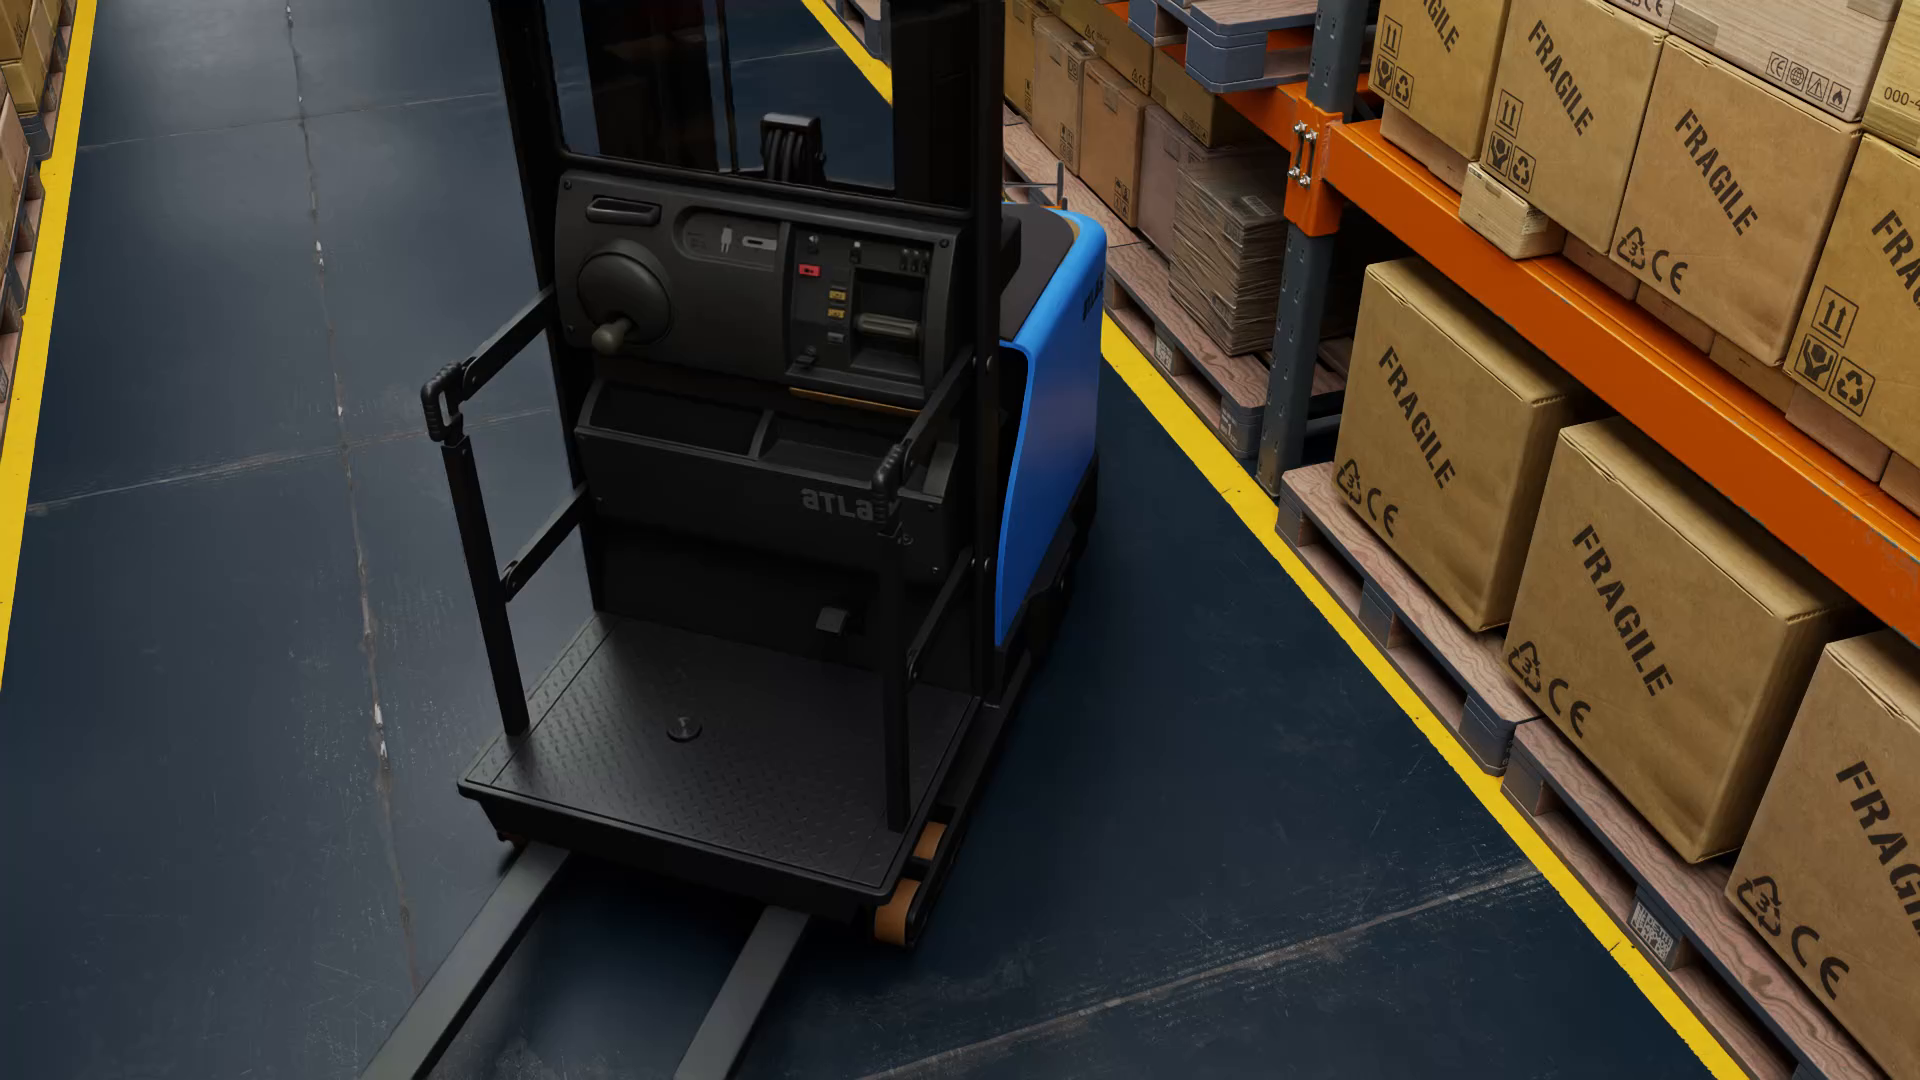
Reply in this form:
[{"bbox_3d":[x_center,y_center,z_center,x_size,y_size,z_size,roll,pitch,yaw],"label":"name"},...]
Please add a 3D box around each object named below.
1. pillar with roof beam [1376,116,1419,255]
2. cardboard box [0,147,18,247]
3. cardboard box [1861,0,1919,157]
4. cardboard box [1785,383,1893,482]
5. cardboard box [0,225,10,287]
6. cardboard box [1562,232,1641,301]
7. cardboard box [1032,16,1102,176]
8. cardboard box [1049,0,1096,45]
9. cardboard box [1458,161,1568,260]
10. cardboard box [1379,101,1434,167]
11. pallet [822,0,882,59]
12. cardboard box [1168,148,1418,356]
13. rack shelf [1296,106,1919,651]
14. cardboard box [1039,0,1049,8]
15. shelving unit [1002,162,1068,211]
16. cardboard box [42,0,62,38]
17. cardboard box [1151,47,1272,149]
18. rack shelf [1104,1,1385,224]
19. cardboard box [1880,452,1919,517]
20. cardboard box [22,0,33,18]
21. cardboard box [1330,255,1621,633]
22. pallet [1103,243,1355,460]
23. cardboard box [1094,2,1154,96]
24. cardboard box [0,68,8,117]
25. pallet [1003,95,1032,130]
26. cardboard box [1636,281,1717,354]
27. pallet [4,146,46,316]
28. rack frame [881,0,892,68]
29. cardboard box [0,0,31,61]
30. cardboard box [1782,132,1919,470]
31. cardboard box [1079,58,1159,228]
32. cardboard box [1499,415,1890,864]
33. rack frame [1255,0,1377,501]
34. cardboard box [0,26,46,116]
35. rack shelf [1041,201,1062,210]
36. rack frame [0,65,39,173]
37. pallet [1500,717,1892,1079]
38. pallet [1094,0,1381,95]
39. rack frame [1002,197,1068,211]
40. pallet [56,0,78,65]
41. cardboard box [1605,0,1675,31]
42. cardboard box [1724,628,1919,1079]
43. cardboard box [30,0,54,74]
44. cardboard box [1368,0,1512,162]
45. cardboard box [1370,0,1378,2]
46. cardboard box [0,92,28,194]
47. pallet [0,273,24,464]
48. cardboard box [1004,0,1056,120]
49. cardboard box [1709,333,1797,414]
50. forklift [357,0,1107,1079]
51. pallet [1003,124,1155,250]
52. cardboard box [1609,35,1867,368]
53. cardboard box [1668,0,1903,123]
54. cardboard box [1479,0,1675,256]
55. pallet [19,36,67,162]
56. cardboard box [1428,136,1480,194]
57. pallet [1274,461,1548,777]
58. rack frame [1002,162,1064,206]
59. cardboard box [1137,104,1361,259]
[{"bbox_3d":[-2.209,-3.884,2.927,9.100,9.000,0.400,-12,39,-16],"label":"pillar with roof beam"},{"bbox_3d":[-3.971,-1.307,6.428,0.500,0.250,0.500,-13,39,-17],"label":"cardboard box"},{"bbox_3d":[1.925,-0.750,2.782,0.500,0.250,0.500,-13,39,-17],"label":"cardboard box"},{"bbox_3d":[1.902,-0.275,3.314,0.380,0.149,0.250,-12,39,-16],"label":"cardboard box"},{"bbox_3d":[-3.795,-1.018,6.044,0.500,0.250,0.500,-12,39,-15],"label":"cardboard box"},{"bbox_3d":[1.657,-0.711,3.893,0.380,0.149,0.250,-13,39,-16],"label":"cardboard box"},{"bbox_3d":[0.723,-1.912,7.007,0.700,0.500,0.500,-12,39,-15],"label":"cardboard box"},{"bbox_3d":[0.698,-2.248,6.831,0.500,0.250,0.500,-14,39,-17],"label":"cardboard box"},{"bbox_3d":[1.454,-0.828,4.048,0.380,0.149,0.250,-11,38,-15],"label":"cardboard box"},{"bbox_3d":[1.364,-1.139,4.462,0.380,0.149,0.250,-13,39,-17],"label":"cardboard box"},{"bbox_3d":[-0.173,-2.984,9.035,1.003,0.211,1.213,-12,39,-16],"label":"pallet"},{"bbox_3d":[1.171,-1.039,5.848,0.700,0.500,0.500,-12,39,-15],"label":"cardboard box"},{"bbox_3d":[2.156,-0.048,3.419,1.077,0.370,4.000,-12,39,-16],"label":"rack shelf"},{"bbox_3d":[0.515,-2.542,7.220,0.500,0.250,0.500,-13,39,-17],"label":"cardboard box"},{"bbox_3d":[0.213,-0.646,5.235,0.215,1.050,0.252,0,37,0],"label":"shelving unit"},{"bbox_3d":[-4.768,-2.659,8.223,0.500,0.250,0.500,-12,39,-16],"label":"cardboard box"},{"bbox_3d":[1.034,-1.673,6.067,0.500,0.250,0.500,-12,39,-15],"label":"cardboard box"},{"bbox_3d":[0.780,-2.308,6.419,1.077,0.370,4.000,-12,39,-16],"label":"rack shelf"},{"bbox_3d":[1.986,-0.125,3.115,0.380,0.149,0.250,-11,38,-15],"label":"cardboard box"},{"bbox_3d":[-4.603,-2.674,7.620,0.500,0.500,0.500,-12,39,-16],"label":"cardboard box"},{"bbox_3d":[1.598,-0.332,4.635,0.750,0.750,0.750,-13,39,-17],"label":"cardboard box"},{"bbox_3d":[1.201,-0.794,6.128,1.003,0.211,1.213,-12,39,-16],"label":"pallet"},{"bbox_3d":[0.852,-1.963,6.451,0.500,0.250,0.500,-13,39,-16],"label":"cardboard box"},{"bbox_3d":[-4.150,-1.822,6.645,0.500,0.311,0.500,-12,39,-16],"label":"cardboard box"},{"bbox_3d":[0.361,-2.172,7.958,1.003,0.211,1.213,-12,39,-16],"label":"pallet"},{"bbox_3d":[1.754,-0.566,3.701,0.380,0.149,0.250,-12,39,-15],"label":"cardboard box"},{"bbox_3d":[-4.268,-1.176,6.635,1.003,0.211,1.213,-12,39,-16],"label":"pallet"},{"bbox_3d":[0.092,-3.725,7.703,1.000,3.000,0.127,-12,39,-16],"label":"rack frame"},{"bbox_3d":[-4.424,-2.393,7.247,0.500,0.500,0.500,-12,39,-16],"label":"cardboard box"},{"bbox_3d":[1.923,-0.434,2.986,0.500,0.500,0.500,-11,38,-15],"label":"cardboard box"},{"bbox_3d":[0.906,-1.629,6.631,0.700,0.500,0.500,-13,39,-16],"label":"cardboard box"},{"bbox_3d":[1.893,0.164,3.977,0.750,0.750,0.750,-13,39,-16],"label":"cardboard box"},{"bbox_3d":[1.468,-1.466,4.703,1.000,3.000,0.127,-12,39,-16],"label":"rack frame"},{"bbox_3d":[-4.433,-2.092,7.470,0.500,0.250,0.500,-12,39,-16],"label":"cardboard box"},{"bbox_3d":[0.213,-0.864,5.070,0.215,0.259,0.240,0,37,0],"label":"rack shelf"},{"bbox_3d":[-4.558,-2.698,6.338,1.000,3.000,0.127,-12,39,-16],"label":"rack frame"},{"bbox_3d":[2.085,0.797,4.016,1.003,0.211,1.213,-12,39,-16],"label":"pallet"},{"bbox_3d":[1.123,-1.770,5.266,1.213,0.211,1.003,-12,39,-16],"label":"pallet"},{"bbox_3d":[0.213,-0.572,5.137,0.200,1.050,0.008,0,37,0],"label":"rack frame"},{"bbox_3d":[-5.216,-2.732,8.701,1.003,0.211,1.213,-12,39,-16],"label":"pallet"},{"bbox_3d":[1.568,-1.319,3.537,0.500,0.250,0.500,-13,39,-17],"label":"cardboard box"},{"bbox_3d":[2.190,0.643,3.341,0.750,0.750,0.750,-11,38,-15],"label":"cardboard box"},{"bbox_3d":[-4.600,-2.375,7.847,0.500,0.250,0.500,-12,39,-16],"label":"cardboard box"},{"bbox_3d":[1.395,-1.305,4.142,0.500,0.500,0.500,-11,38,-15],"label":"cardboard box"},{"bbox_3d":[1.297,-1.945,4.890,0.700,0.500,0.500,-17,40,-21],"label":"cardboard box"},{"bbox_3d":[-4.143,-1.593,6.808,0.500,0.250,0.500,-13,39,-16],"label":"cardboard box"},{"bbox_3d":[-3.845,-0.485,5.719,1.003,0.211,1.213,-12,39,-16],"label":"pallet"},{"bbox_3d":[0.585,-2.209,7.401,0.700,0.500,0.500,-13,39,-17],"label":"cardboard box"},{"bbox_3d":[1.833,-0.418,3.504,0.380,0.149,0.250,-12,39,-15],"label":"cardboard box"},{"bbox_3d":[-0.523,-0.481,3.453,1.130,2.935,3.031,11,38,15],"label":"forklift"},{"bbox_3d":[0.784,-1.482,7.042,1.003,0.211,1.213,-12,39,-16],"label":"pallet"},{"bbox_3d":[1.736,-0.727,3.375,0.500,0.500,0.500,-13,39,-16],"label":"cardboard box"},{"bbox_3d":[1.744,-1.037,3.163,0.500,0.250,0.500,-12,39,-16],"label":"cardboard box"},{"bbox_3d":[1.566,-1.007,3.747,0.500,0.500,0.500,-11,38,-14],"label":"cardboard box"},{"bbox_3d":[-4.793,-2.042,7.785,1.003,0.211,1.213,-12,39,-16],"label":"pallet"},{"bbox_3d":[1.442,-0.995,4.270,0.380,0.149,0.250,-12,39,-15],"label":"cardboard box"},{"bbox_3d":[1.669,0.109,4.930,1.003,0.211,1.213,-12,39,-16],"label":"pallet"},{"bbox_3d":[0.213,-0.719,5.332,0.200,1.050,0.008,0,37,0],"label":"rack frame"},{"bbox_3d":[1.103,-1.354,6.266,0.700,0.500,0.500,-13,39,-16],"label":"cardboard box"}]
